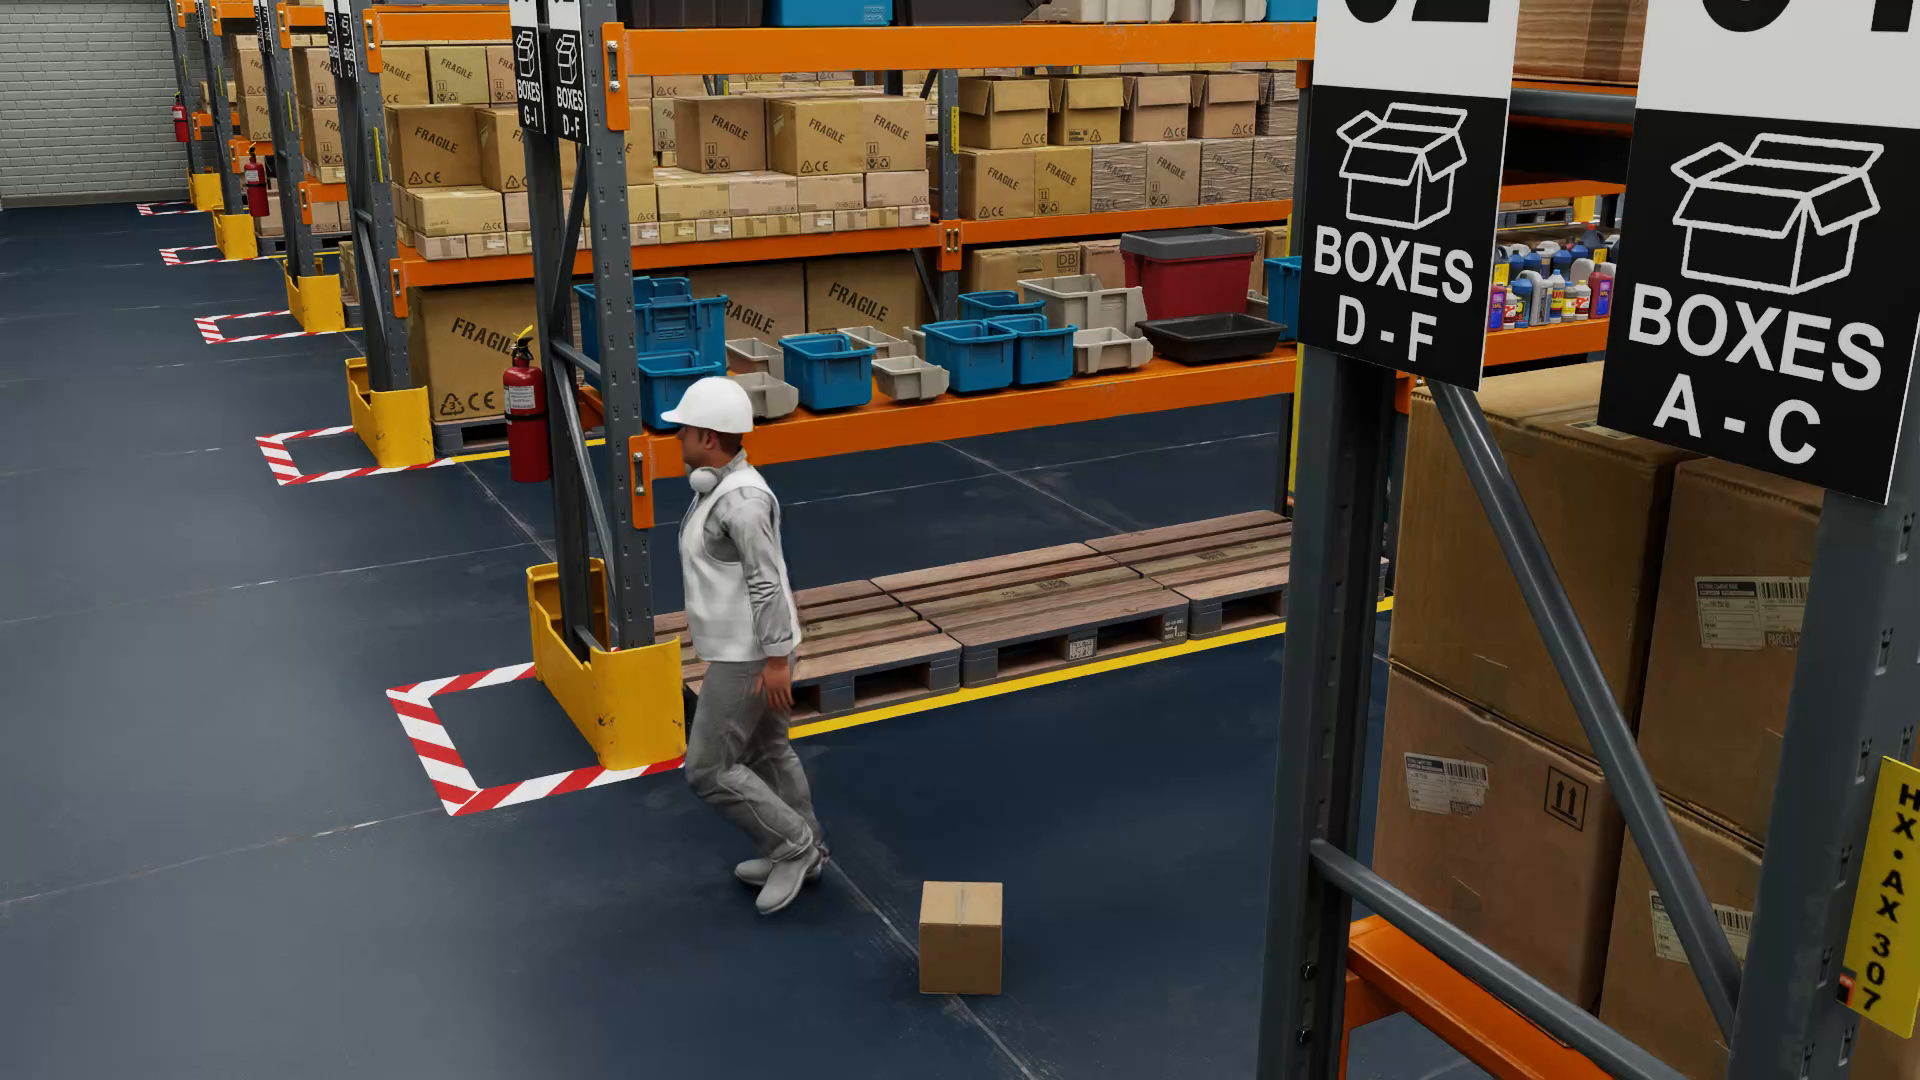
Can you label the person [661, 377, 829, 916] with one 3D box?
[{"bbox_3d":[-0.695,0.338,5.458,0.486,1.760,0.591,-3,18,-8],"label":"person"}]
